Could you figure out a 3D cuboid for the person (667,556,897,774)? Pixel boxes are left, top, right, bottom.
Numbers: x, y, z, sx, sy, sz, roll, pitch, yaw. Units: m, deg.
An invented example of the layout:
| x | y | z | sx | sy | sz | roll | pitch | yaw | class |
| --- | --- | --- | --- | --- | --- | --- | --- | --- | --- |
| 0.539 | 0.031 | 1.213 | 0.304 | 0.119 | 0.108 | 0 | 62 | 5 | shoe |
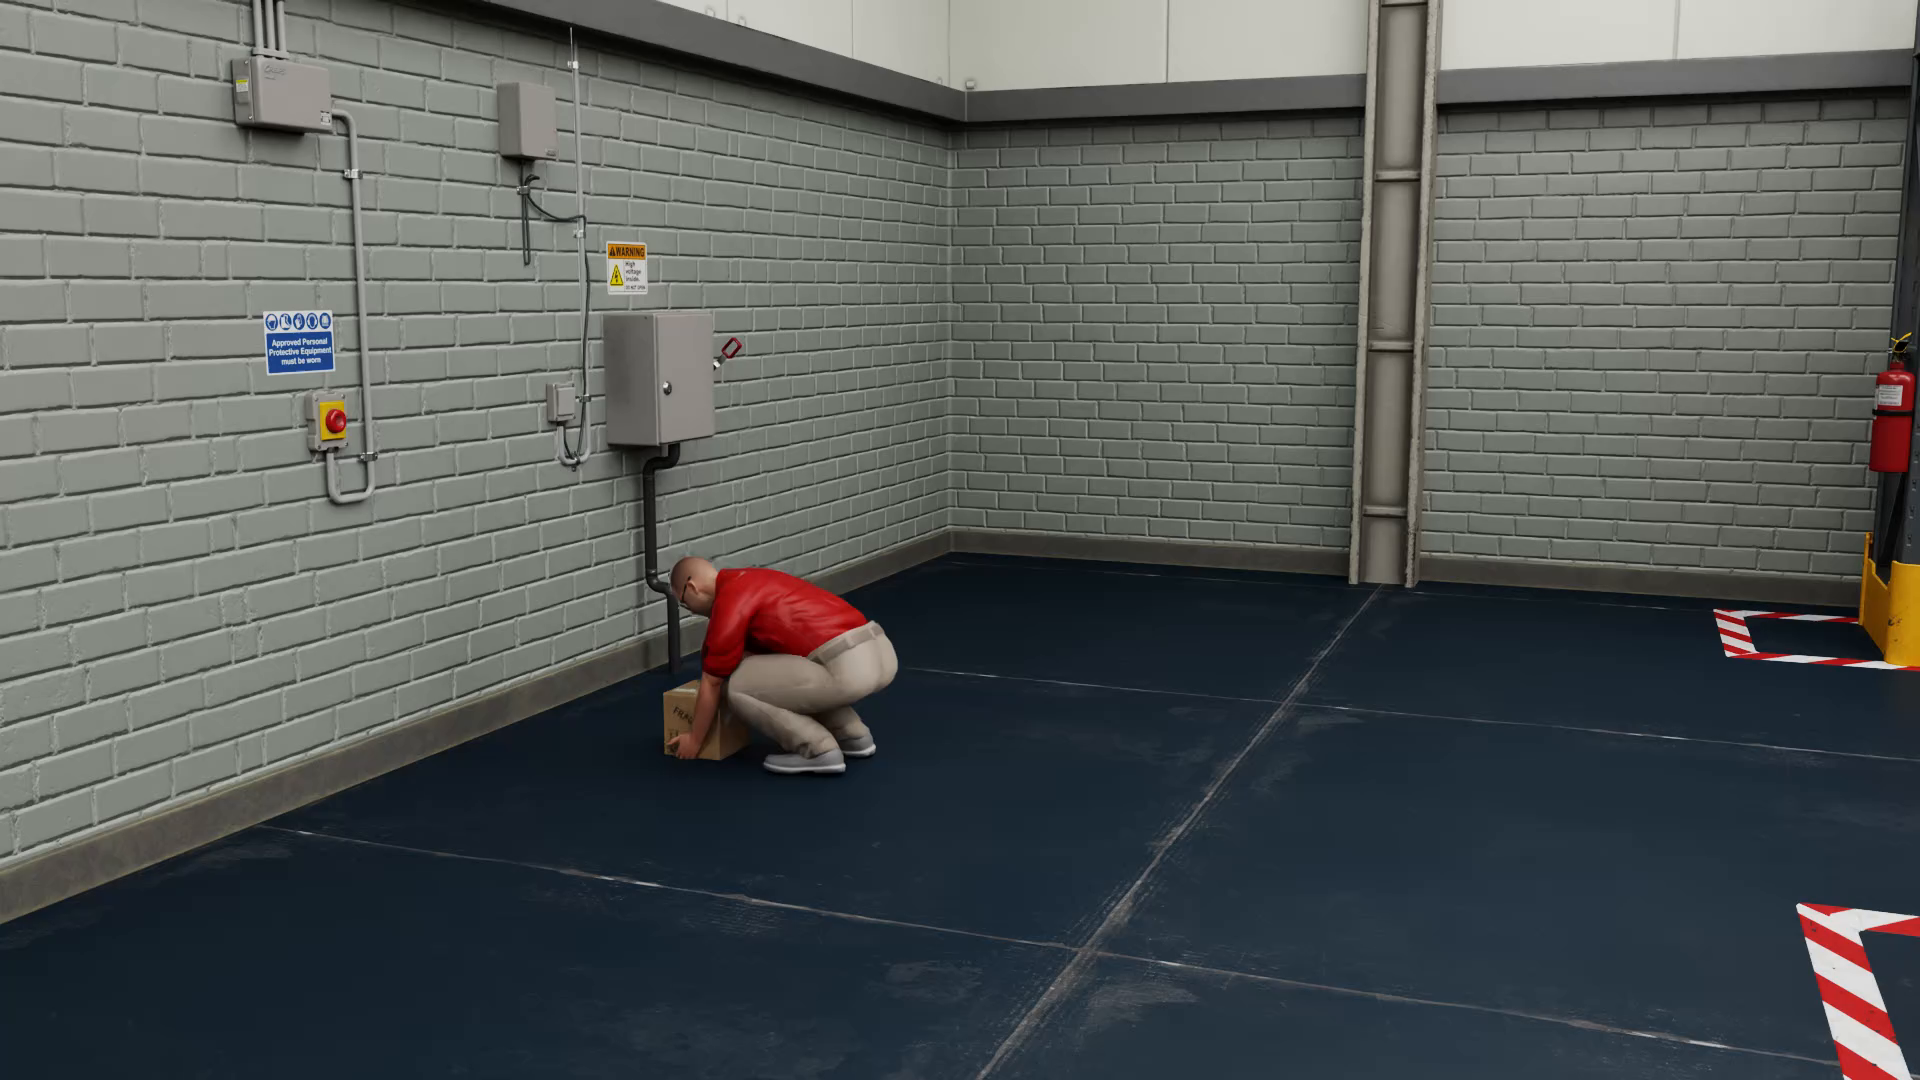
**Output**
| x | y | z | sx | sy | sz | roll | pitch | yaw | class |
| --- | --- | --- | --- | --- | --- | --- | --- | --- | --- |
| -0.694 | 0.494 | 6.458 | 0.883 | 0.852 | 0.545 | 3 | 9 | 21 | person |
